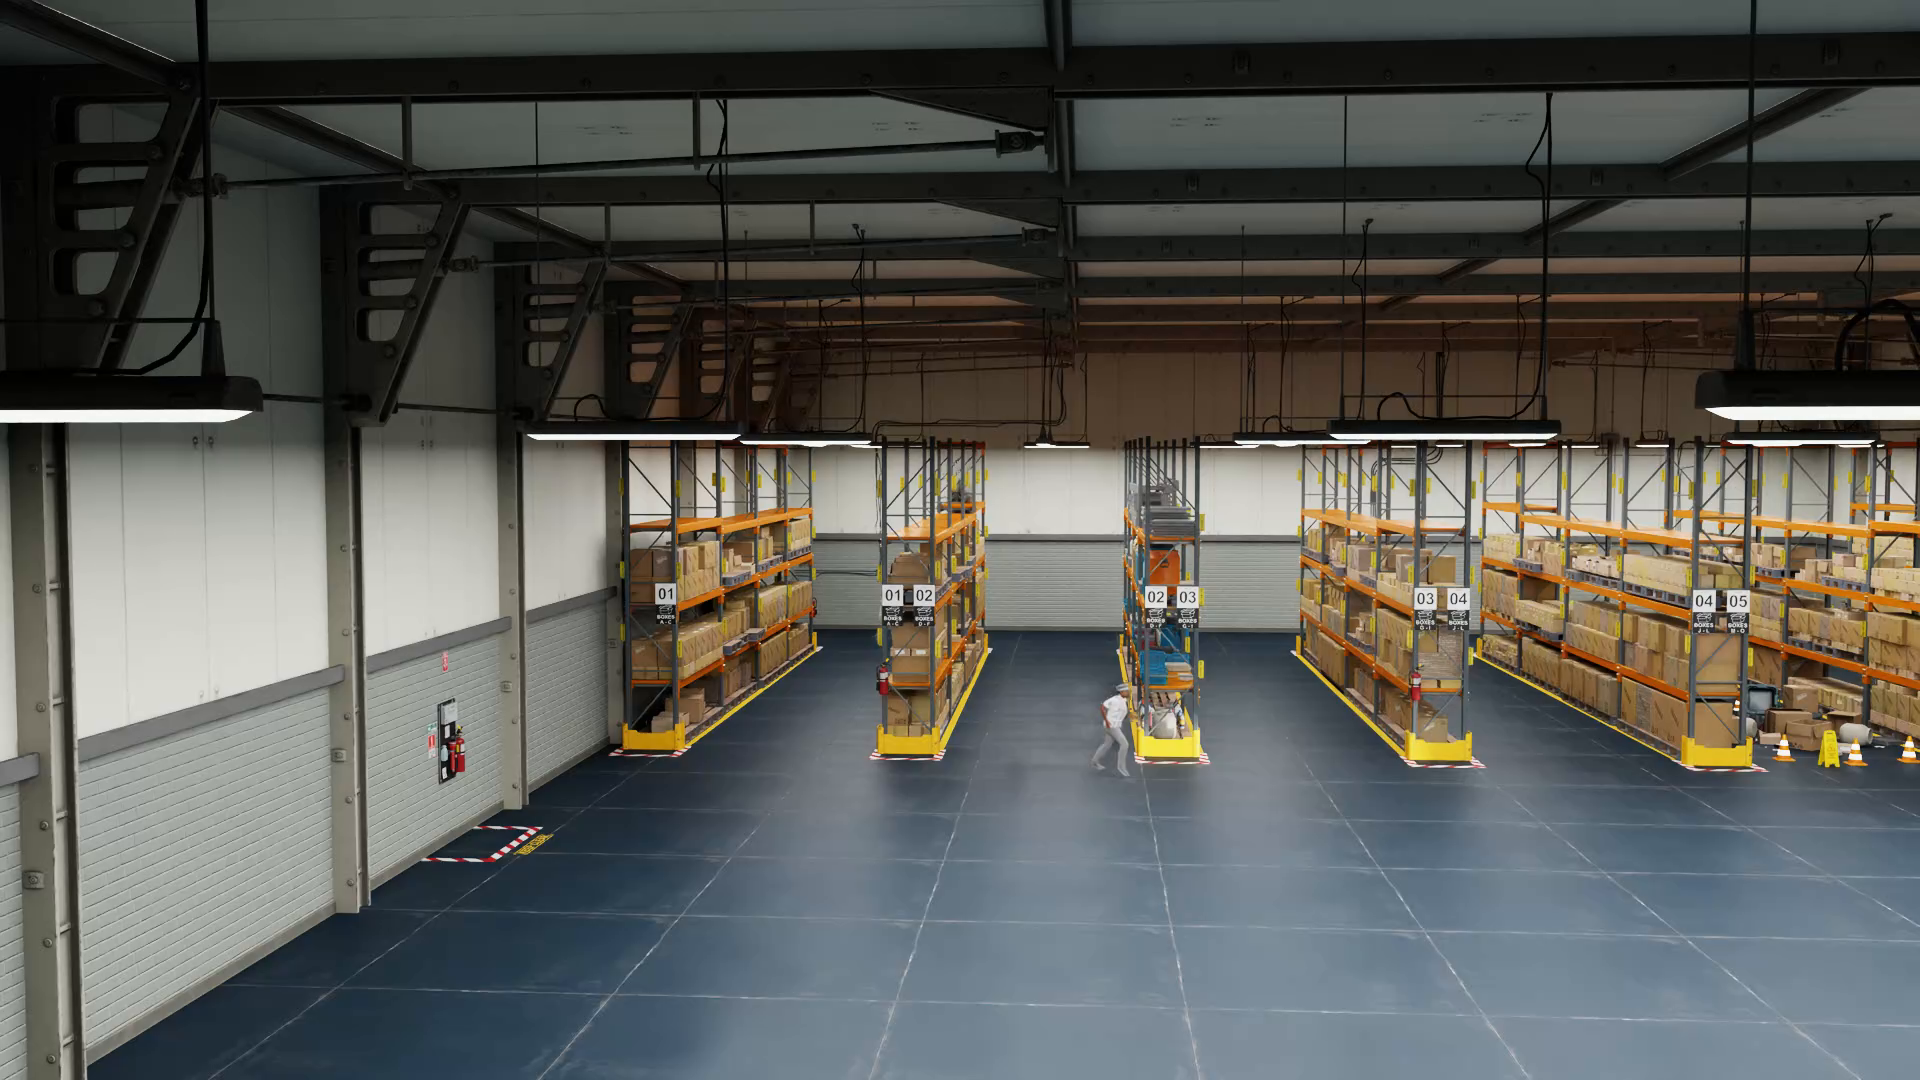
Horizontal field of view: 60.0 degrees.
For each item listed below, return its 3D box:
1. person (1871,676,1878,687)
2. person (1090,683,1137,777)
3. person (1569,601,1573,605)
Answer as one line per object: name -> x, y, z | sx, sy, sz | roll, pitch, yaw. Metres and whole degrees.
person -> 21.054, 2.725, 37.956 | 0.416, 1.645, 0.760 | 0, 3, 5
person -> 2.688, 3.346, 29.439 | 0.873, 1.675, 0.594 | 2, 3, 28
person -> 16.431, 2.071, 44.597 | 0.691, 0.869, 0.451 | 0, 3, 0
